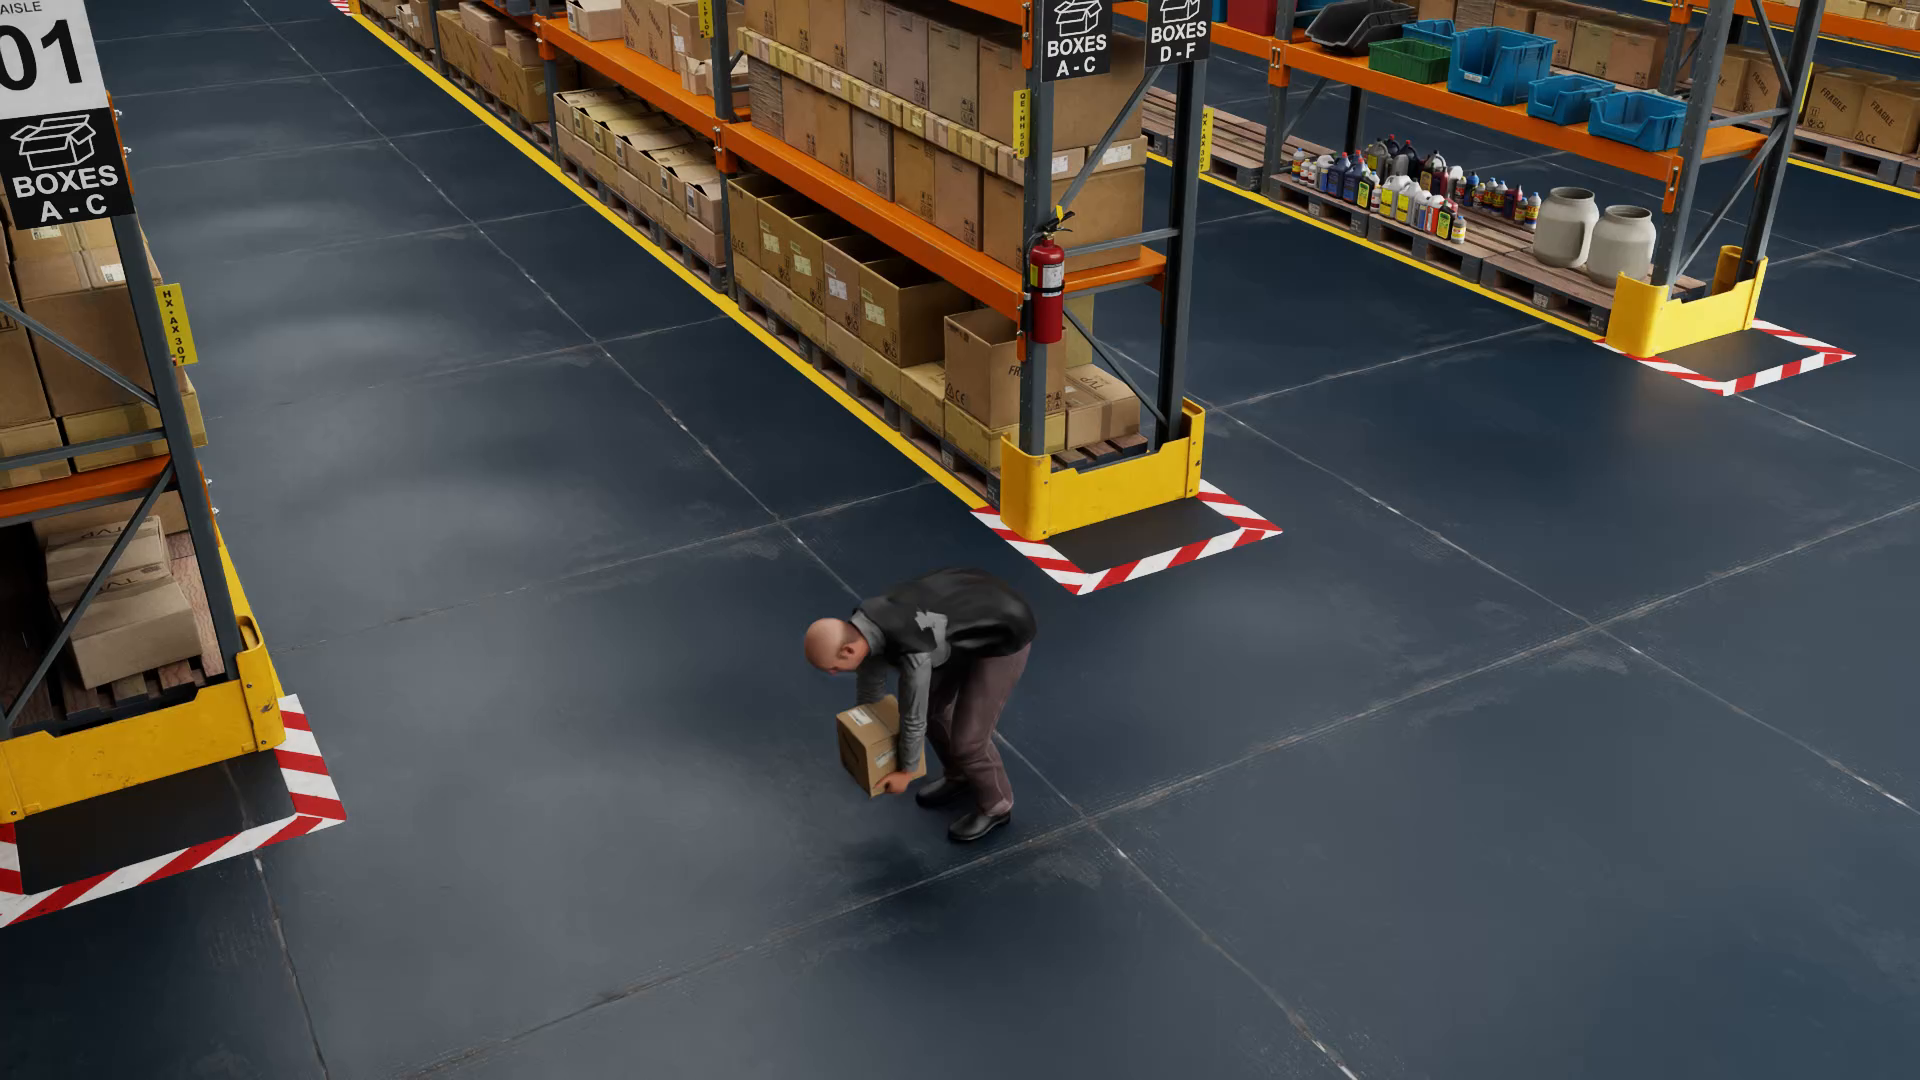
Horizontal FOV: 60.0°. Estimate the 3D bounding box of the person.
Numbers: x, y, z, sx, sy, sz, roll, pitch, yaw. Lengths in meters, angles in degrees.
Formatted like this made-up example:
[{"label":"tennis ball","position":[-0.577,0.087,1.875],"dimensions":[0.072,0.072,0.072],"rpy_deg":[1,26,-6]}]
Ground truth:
[{"label":"person","position":[-0.163,0.676,6.523],"dimensions":[0.955,1.145,0.462],"rpy_deg":[-17,33,-28]}]
